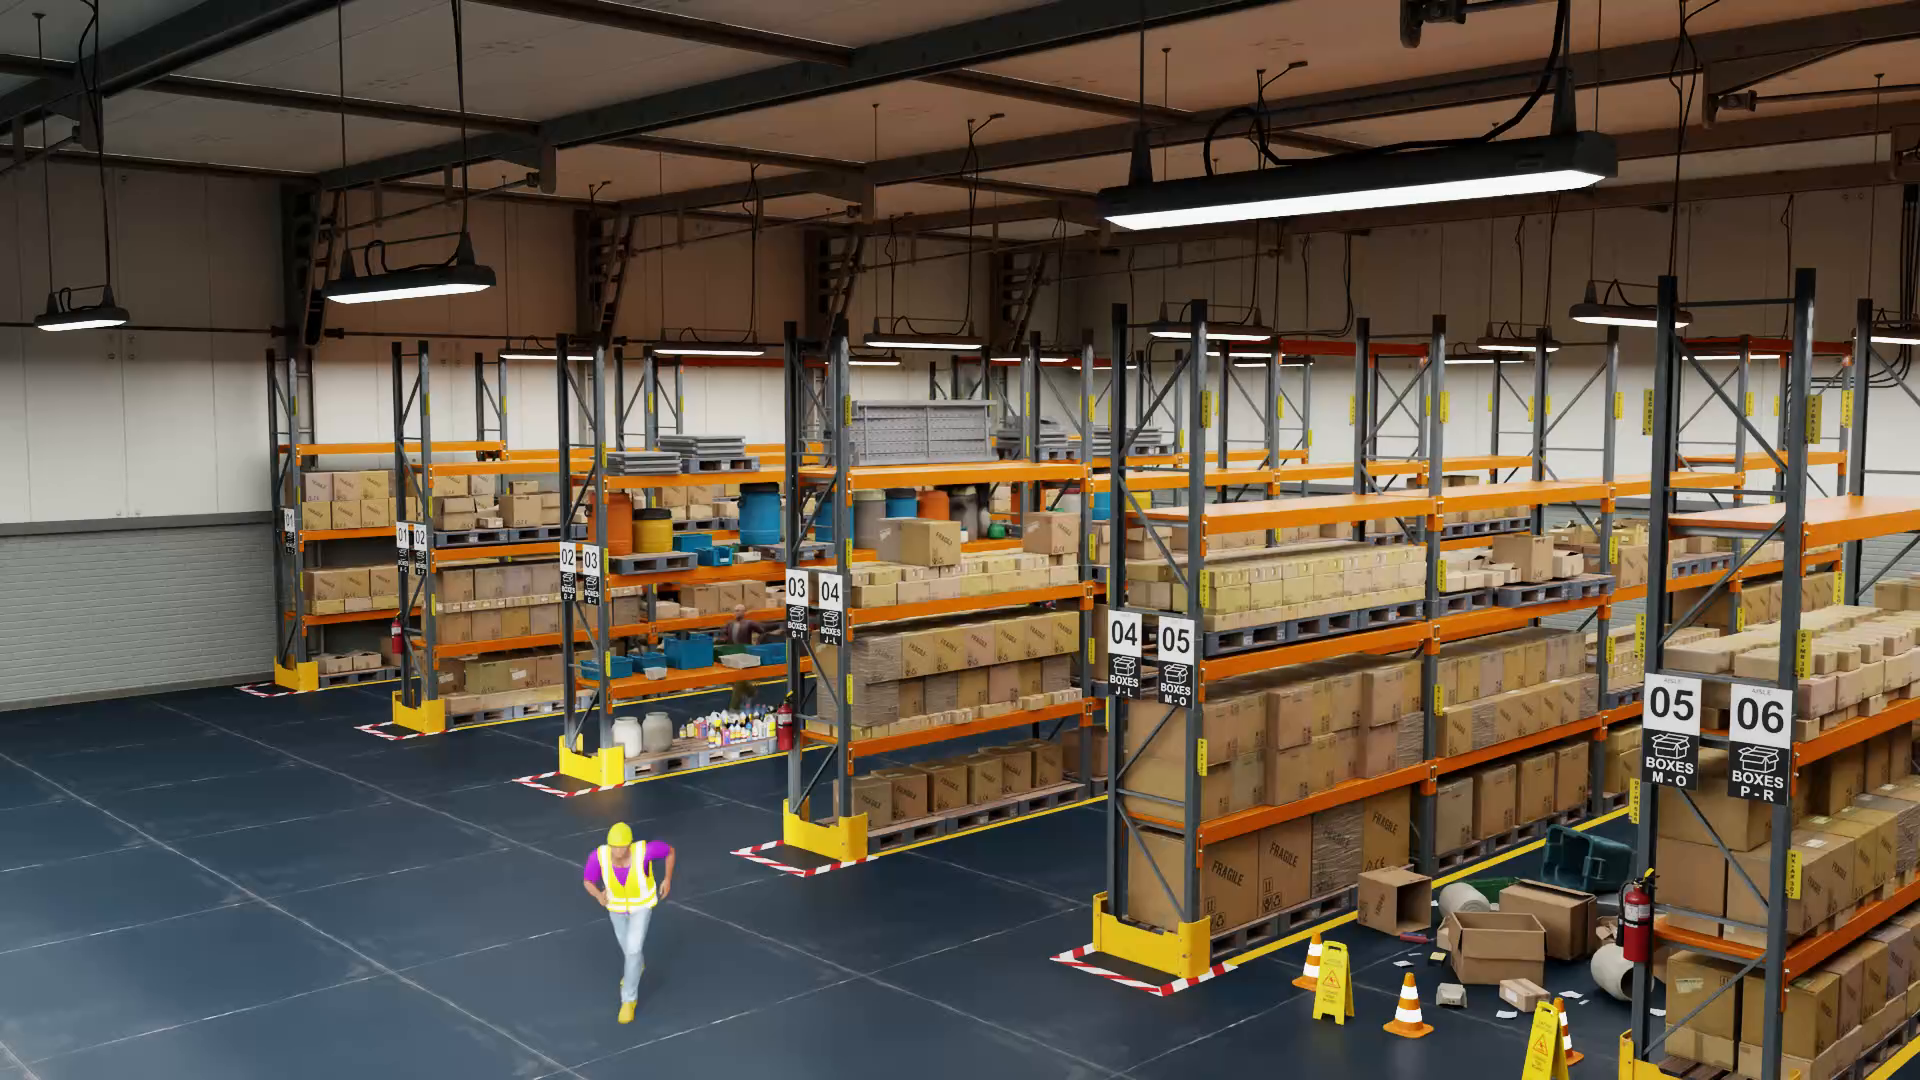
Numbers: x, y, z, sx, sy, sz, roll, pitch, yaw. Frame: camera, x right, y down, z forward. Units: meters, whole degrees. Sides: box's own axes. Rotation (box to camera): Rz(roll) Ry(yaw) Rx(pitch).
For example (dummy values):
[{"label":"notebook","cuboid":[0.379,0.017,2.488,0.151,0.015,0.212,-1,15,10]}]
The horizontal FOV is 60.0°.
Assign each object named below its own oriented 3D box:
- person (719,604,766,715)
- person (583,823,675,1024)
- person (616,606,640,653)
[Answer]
[{"label":"person","cuboid":[-3.556,1.917,26.961,0.716,1.779,1.023,3,6,29]},{"label":"person","cuboid":[-2.776,3.146,14.049,0.747,1.717,1.042,0,5,-1]},{"label":"person","cuboid":[-6.146,1.647,30.687,0.658,1.772,1.077,4,6,37]}]
